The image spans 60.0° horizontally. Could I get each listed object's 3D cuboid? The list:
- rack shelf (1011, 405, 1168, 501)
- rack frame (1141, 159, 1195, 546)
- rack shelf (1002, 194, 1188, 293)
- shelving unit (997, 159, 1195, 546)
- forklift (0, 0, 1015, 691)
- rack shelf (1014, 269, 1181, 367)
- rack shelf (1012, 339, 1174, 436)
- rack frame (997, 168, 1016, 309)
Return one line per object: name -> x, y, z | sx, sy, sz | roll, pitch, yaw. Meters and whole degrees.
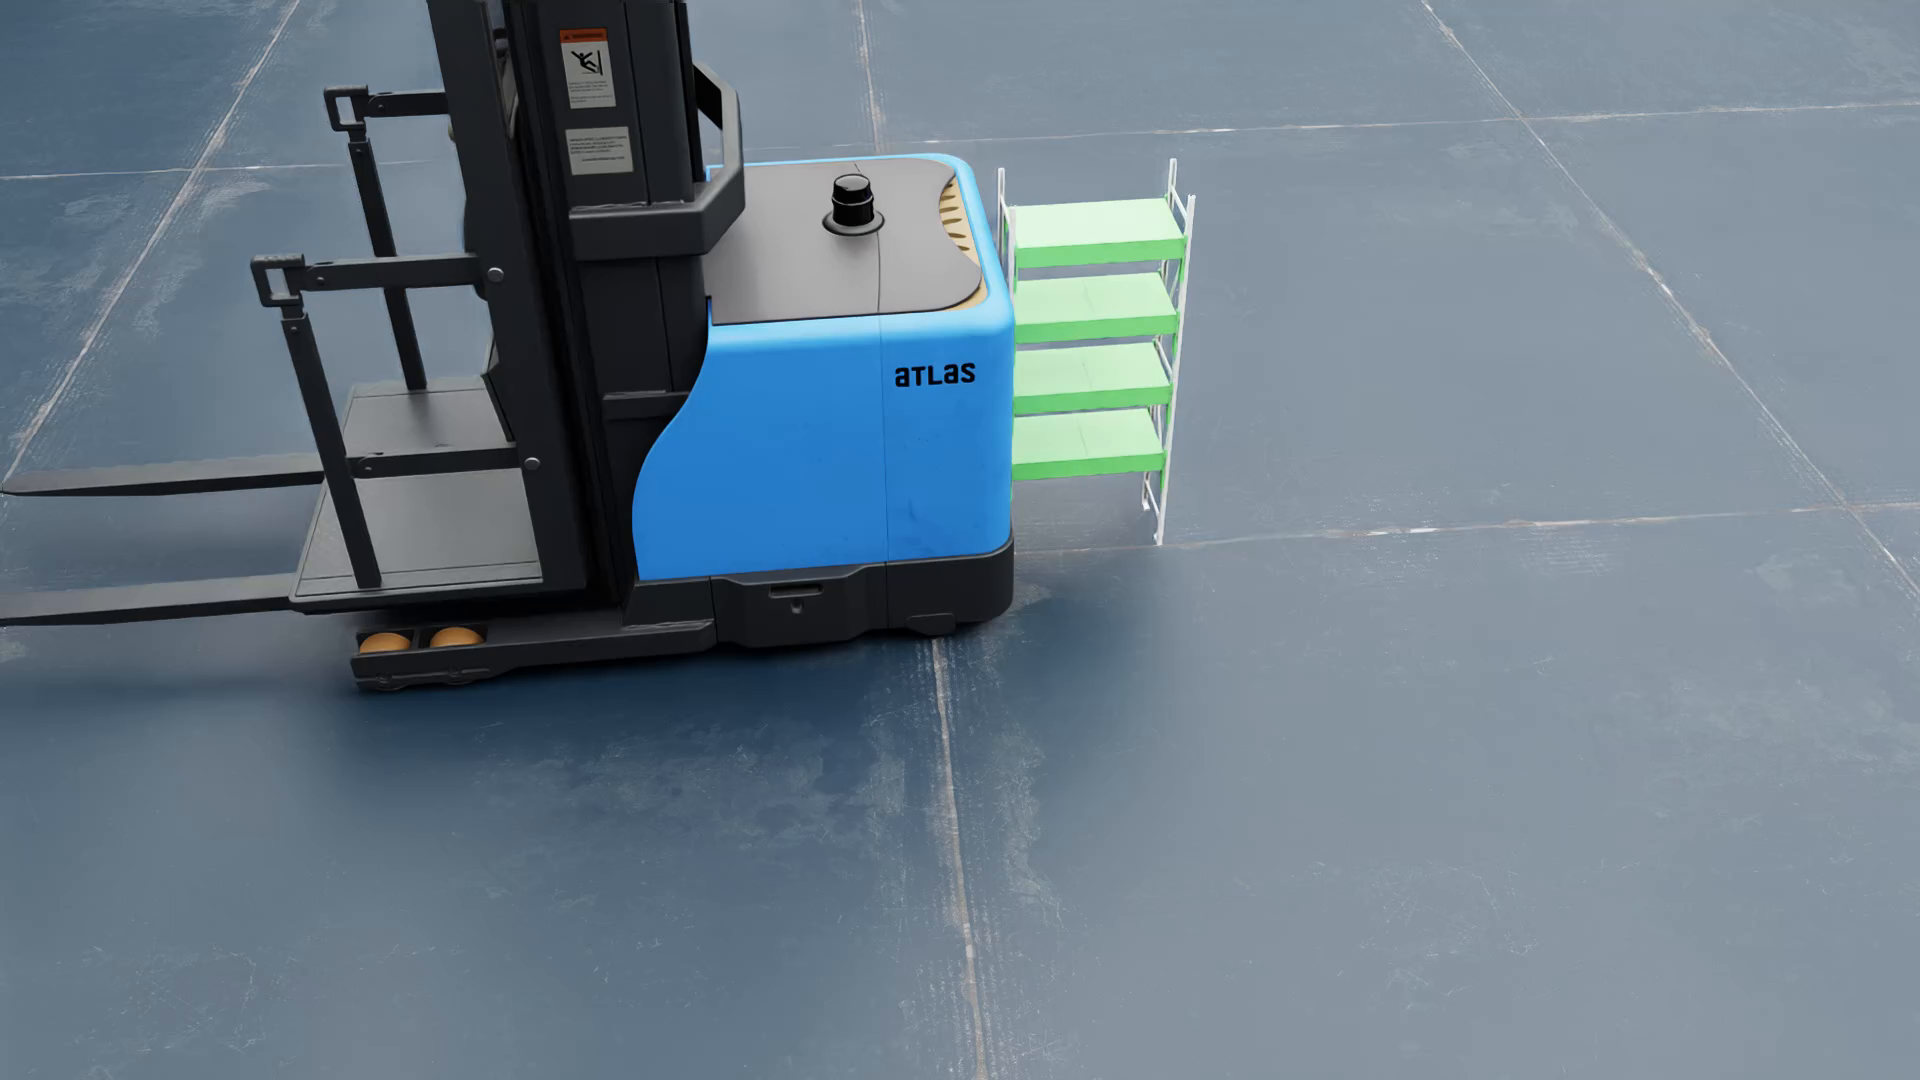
rack shelf -> 0.370, -0.269, 5.113 | 0.480, 0.148, 0.258 | -4, 38, -6
rack frame -> 0.612, -0.526, 4.948 | 0.015, 1.200, 0.240 | -4, 38, -6
rack shelf -> 0.370, -0.834, 4.667 | 0.480, 0.148, 0.258 | -4, 38, -6
shelving unit -> 0.370, -0.507, 4.924 | 0.503, 1.200, 0.258 | -4, 38, -6
forklift -> -1.400, -1.072, 4.243 | 3.031, 2.935, 1.130 | -4, 38, -6
rack shelf -> 0.370, -0.646, 4.815 | 0.480, 0.148, 0.258 | -4, 38, -6
rack shelf -> 0.370, -0.457, 4.964 | 0.480, 0.148, 0.258 | -4, 38, -6
rack frame -> 0.128, -0.488, 4.900 | 0.015, 1.200, 0.240 | -4, 38, -6
